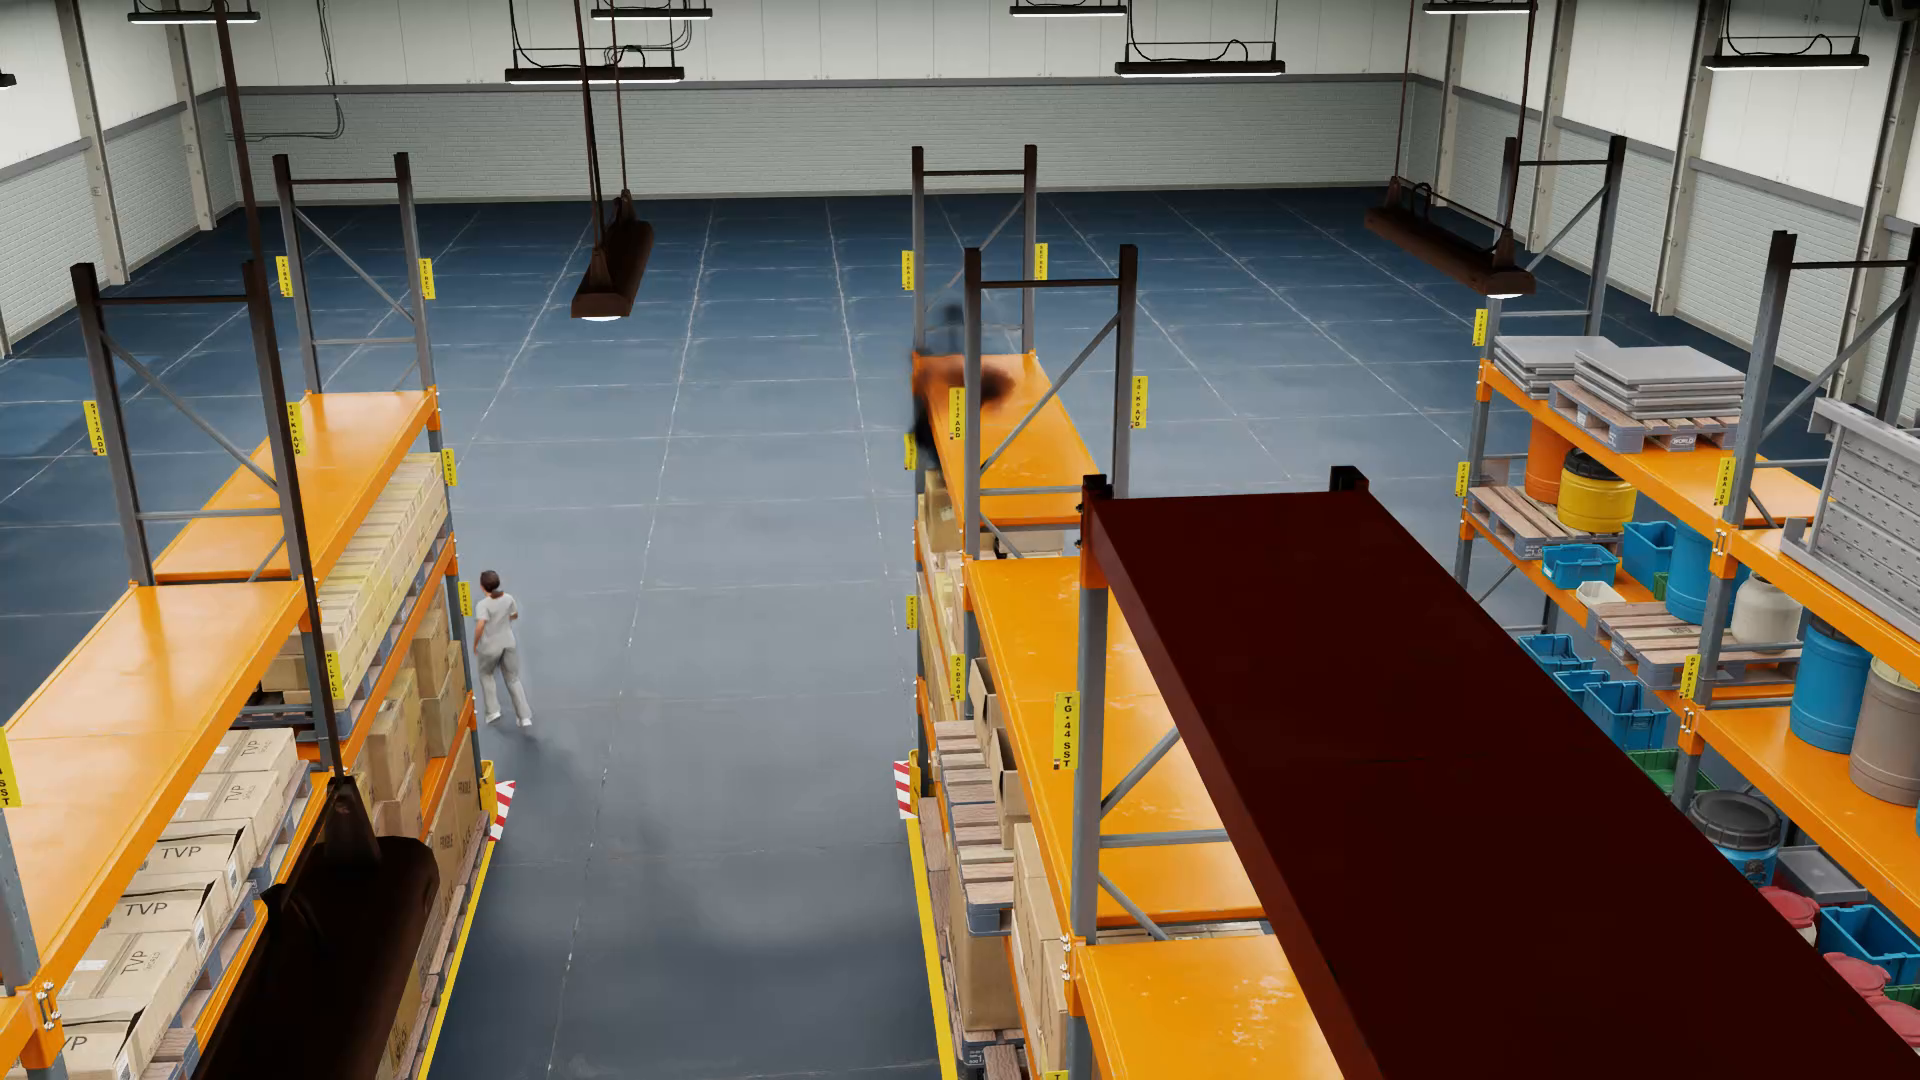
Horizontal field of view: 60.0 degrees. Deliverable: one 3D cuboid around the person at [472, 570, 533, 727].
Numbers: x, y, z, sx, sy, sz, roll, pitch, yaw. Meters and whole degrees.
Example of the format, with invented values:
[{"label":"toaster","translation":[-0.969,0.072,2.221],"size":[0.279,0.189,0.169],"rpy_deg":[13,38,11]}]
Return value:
[{"label":"person","translation":[-4.597,1.127,16.559],"size":[0.579,1.737,0.751],"rpy_deg":[-19,28,-39]}]
